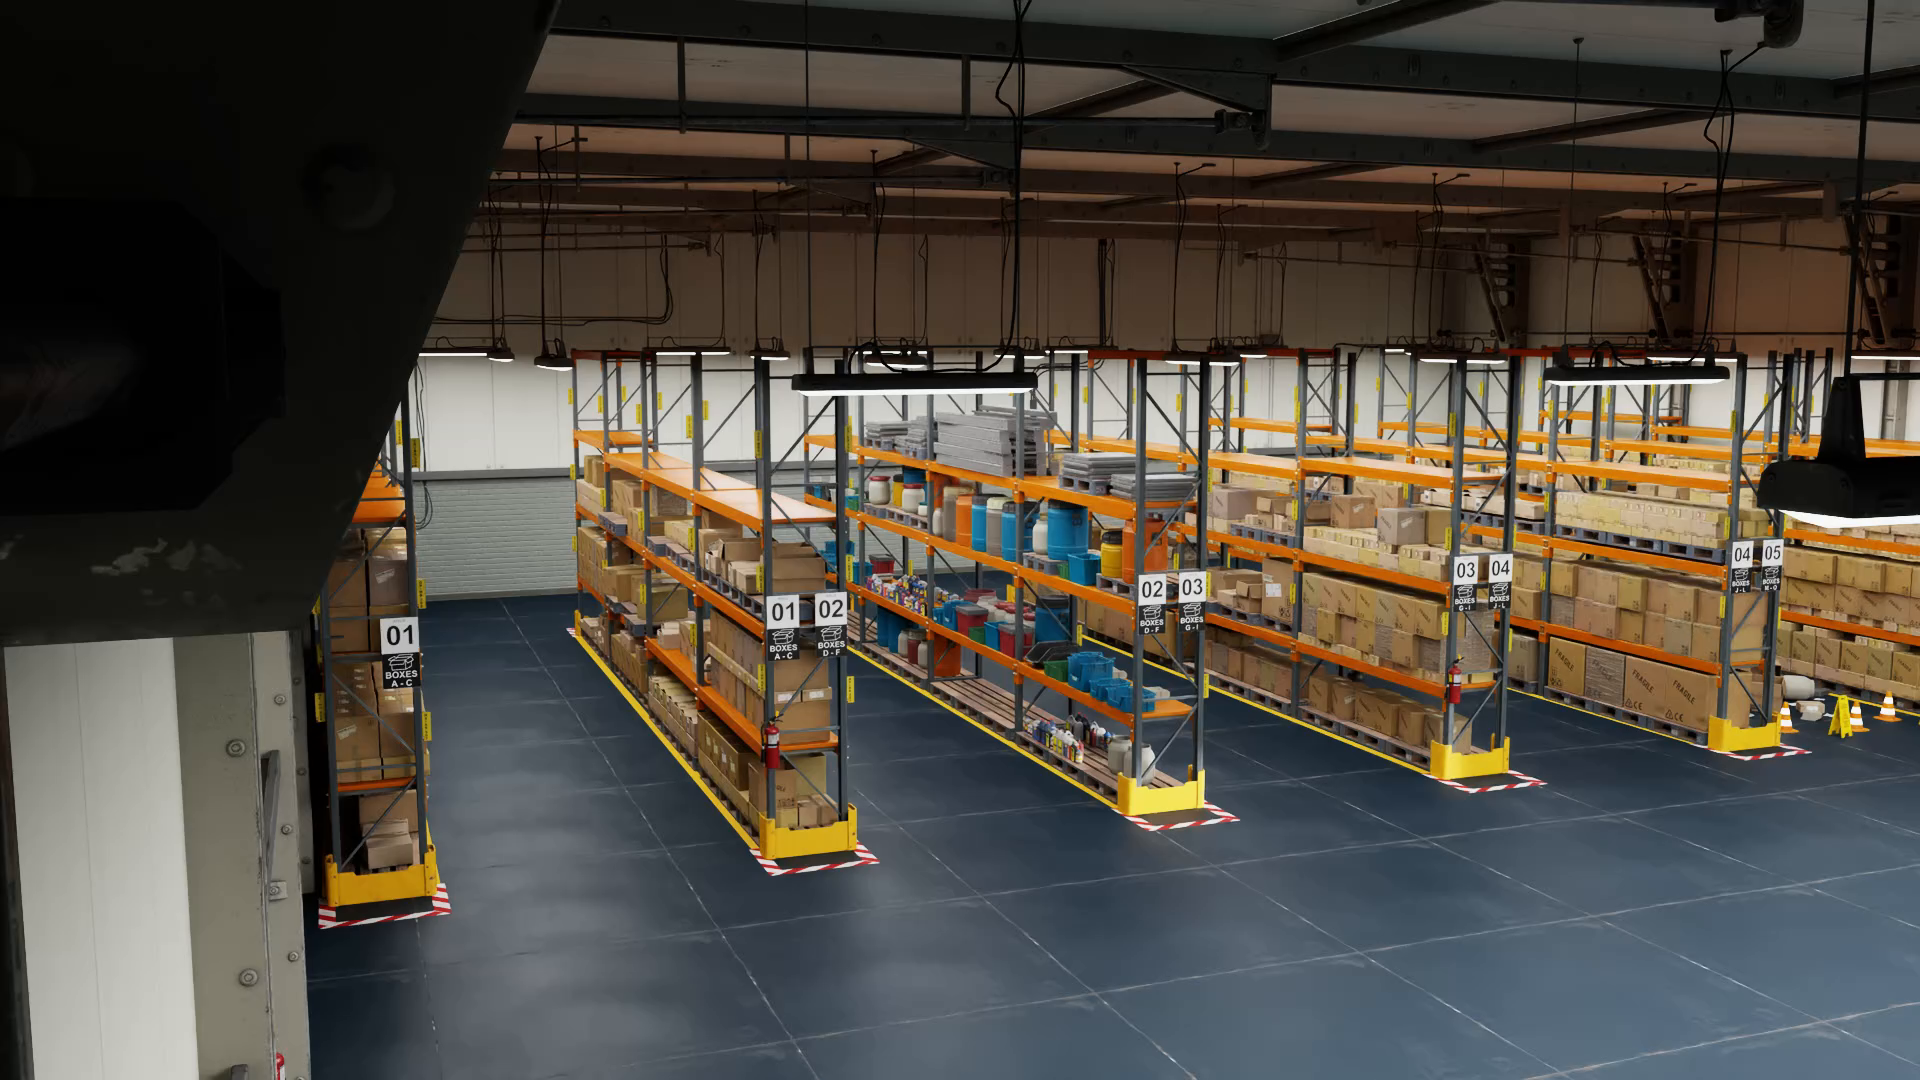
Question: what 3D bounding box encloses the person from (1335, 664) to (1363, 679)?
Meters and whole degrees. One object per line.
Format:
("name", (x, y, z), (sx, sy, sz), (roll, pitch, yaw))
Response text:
("person", (7.207, 1.691, 30.547), (0.565, 1.820, 0.607), (-4, 8, -28))
